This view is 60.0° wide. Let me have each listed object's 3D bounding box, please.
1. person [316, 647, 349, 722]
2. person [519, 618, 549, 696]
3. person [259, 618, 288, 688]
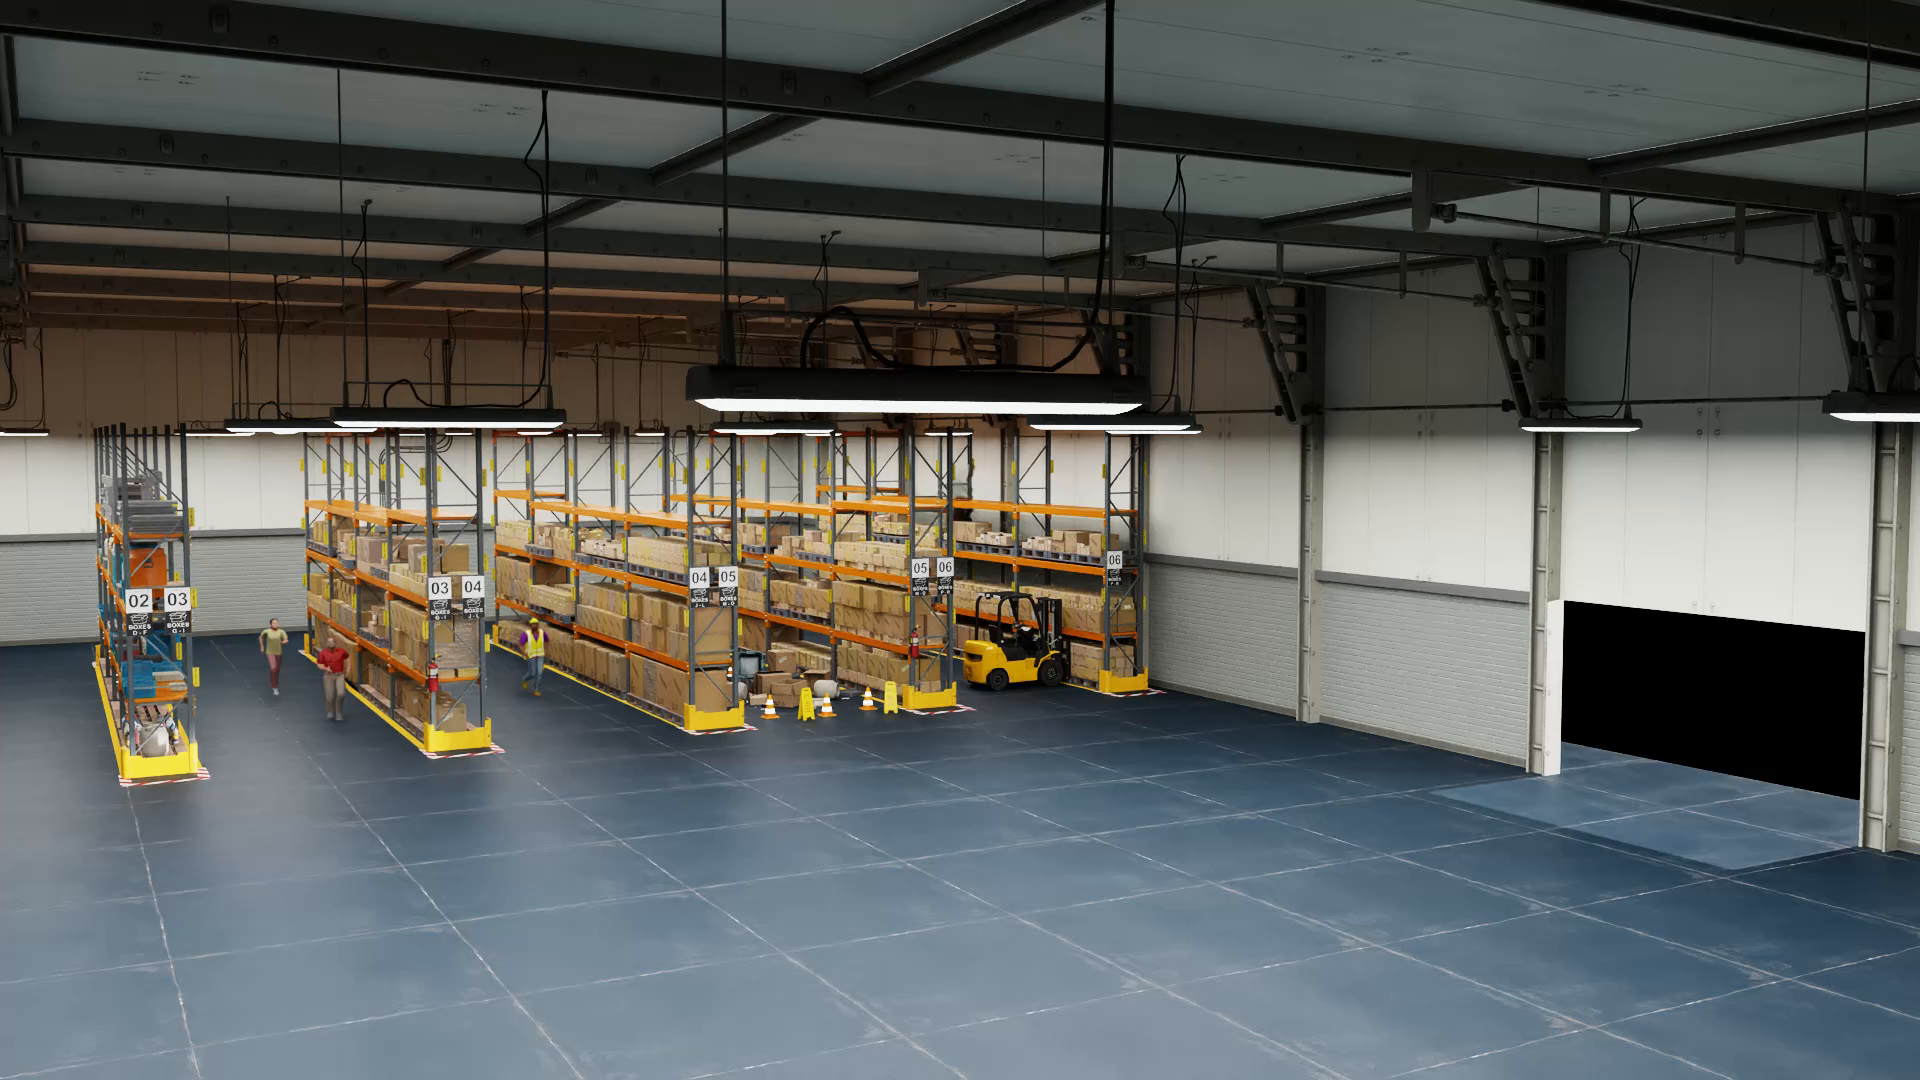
[{"bbox_3d":[-12.745,2.968,33.816,0.626,1.507,0.696,-2,4,-24],"label":"person"},{"bbox_3d":[-9.531,2.610,37.274,0.676,1.741,0.662,-2,4,-30],"label":"person"},{"bbox_3d":[-15.465,2.530,37.519,0.547,1.568,0.811,-3,4,-37],"label":"person"}]
